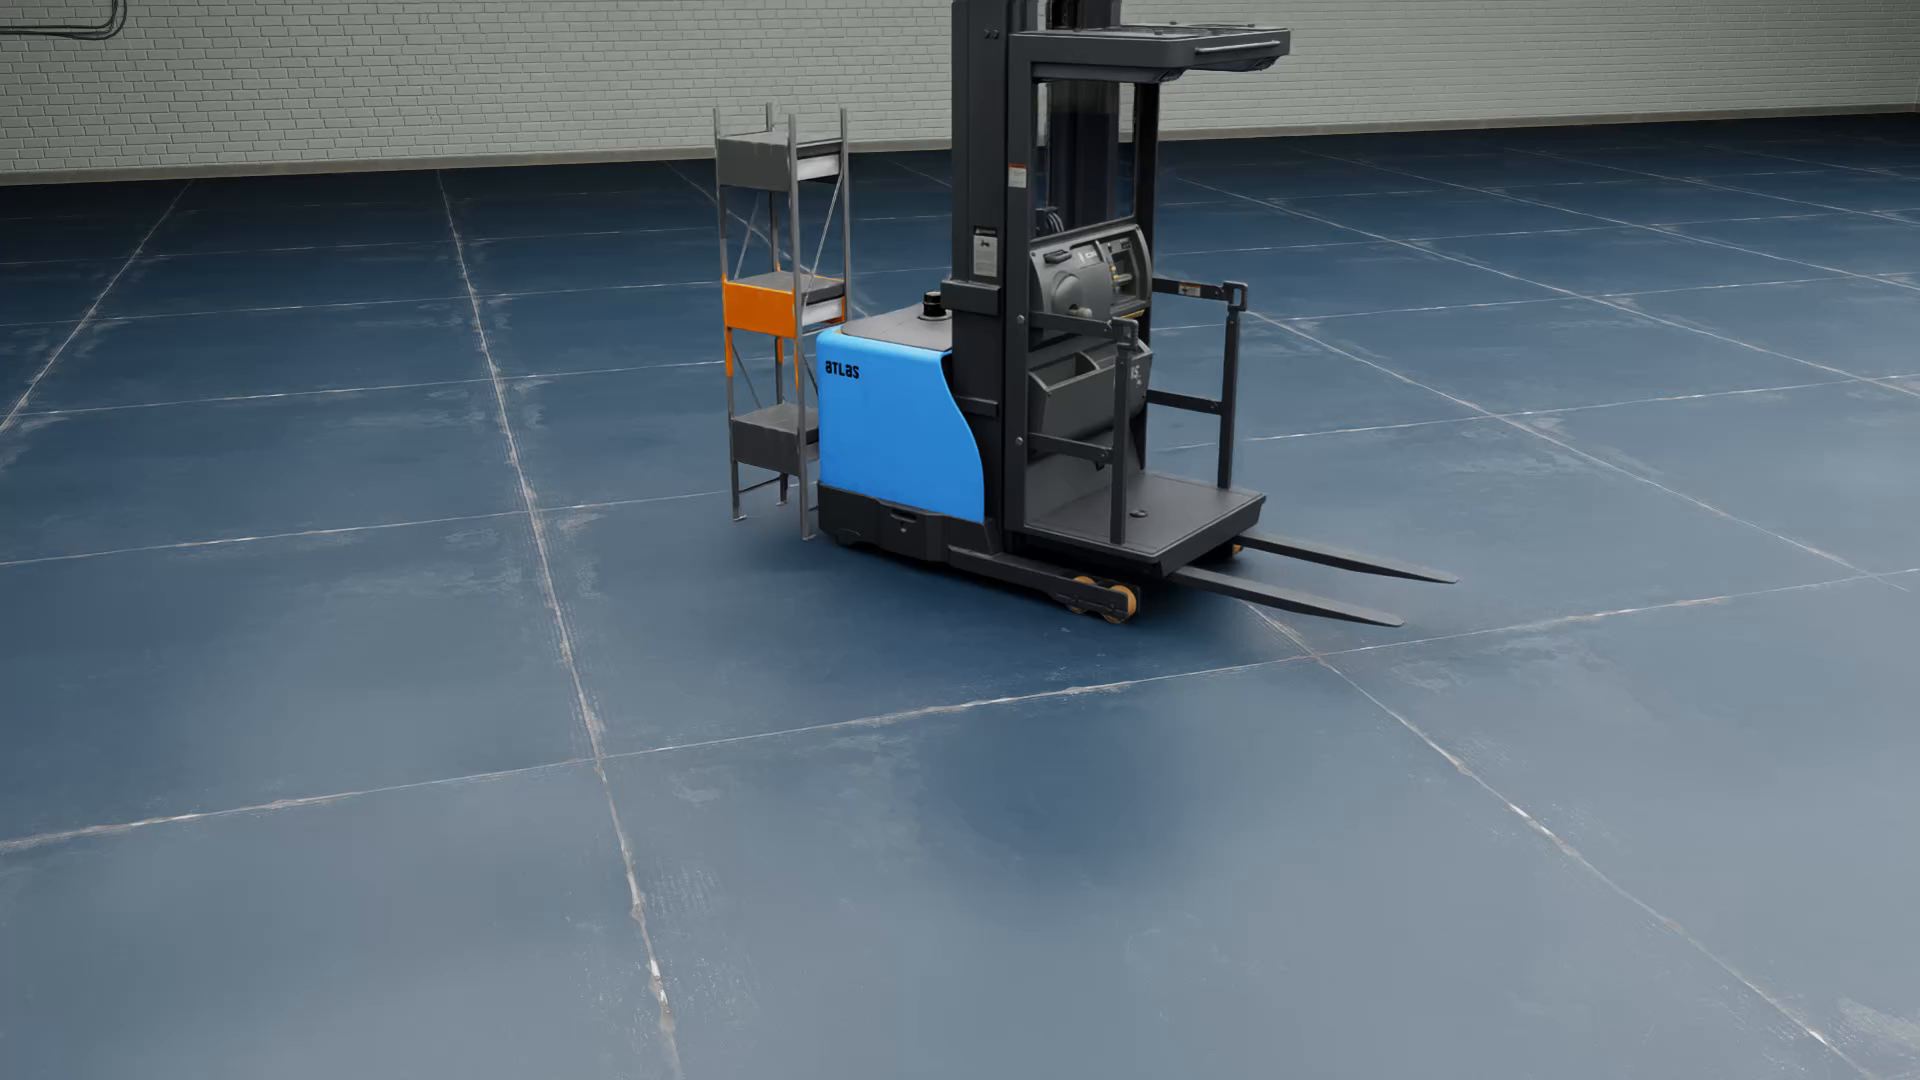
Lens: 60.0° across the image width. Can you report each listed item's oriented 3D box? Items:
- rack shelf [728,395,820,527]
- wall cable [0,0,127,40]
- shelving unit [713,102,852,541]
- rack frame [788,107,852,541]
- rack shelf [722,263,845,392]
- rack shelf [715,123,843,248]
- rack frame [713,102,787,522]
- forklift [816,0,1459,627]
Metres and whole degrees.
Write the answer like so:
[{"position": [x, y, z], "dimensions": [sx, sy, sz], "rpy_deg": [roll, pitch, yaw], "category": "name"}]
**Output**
[{"position": [-0.865, -0.415, 8.578], "dimensions": [0.480, 0.518, 0.431], "rpy_deg": [14, 24, 35], "category": "rack shelf"}, {"position": [-11.722, -7.193, 19.724], "dimensions": [3.097, 2.526, 0.112], "rpy_deg": [-6, 21, -17], "category": "wall cable"}, {"position": [-0.865, -1.087, 8.337], "dimensions": [0.503, 2.100, 0.431], "rpy_deg": [14, 24, 35], "category": "shelving unit"}, {"position": [-0.670, -1.037, 8.198], "dimensions": [0.015, 2.100, 0.400], "rpy_deg": [14, 24, 35], "category": "rack frame"}, {"position": [-0.865, -1.074, 8.341], "dimensions": [0.480, 0.518, 0.431], "rpy_deg": [14, 24, 35], "category": "rack shelf"}, {"position": [-0.864, -1.733, 8.105], "dimensions": [0.480, 0.518, 0.431], "rpy_deg": [14, 24, 35], "category": "rack shelf"}, {"position": [-1.059, -1.137, 8.475], "dimensions": [0.015, 2.100, 0.400], "rpy_deg": [14, 24, 35], "category": "rack frame"}, {"position": [0.772, -1.213, 7.458], "dimensions": [3.031, 2.935, 1.130], "rpy_deg": [14, 24, 34], "category": "forklift"}]
